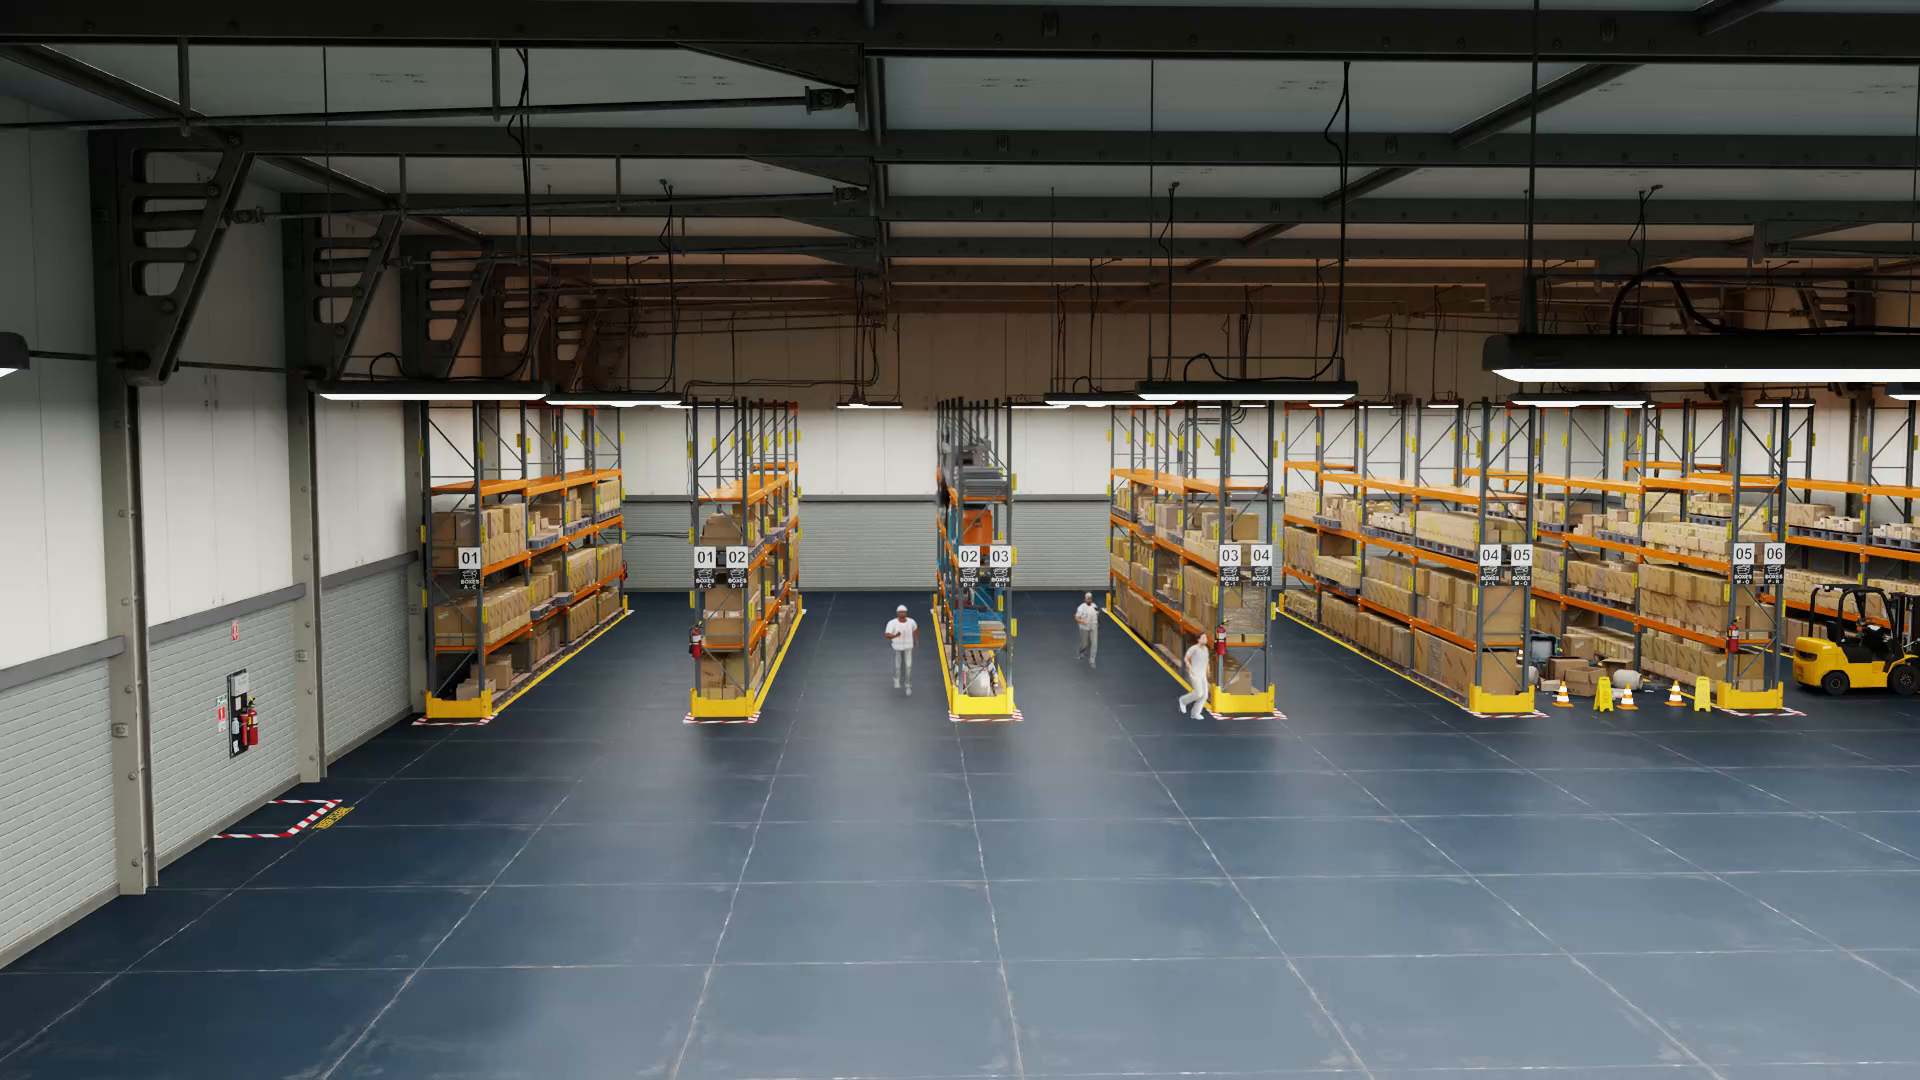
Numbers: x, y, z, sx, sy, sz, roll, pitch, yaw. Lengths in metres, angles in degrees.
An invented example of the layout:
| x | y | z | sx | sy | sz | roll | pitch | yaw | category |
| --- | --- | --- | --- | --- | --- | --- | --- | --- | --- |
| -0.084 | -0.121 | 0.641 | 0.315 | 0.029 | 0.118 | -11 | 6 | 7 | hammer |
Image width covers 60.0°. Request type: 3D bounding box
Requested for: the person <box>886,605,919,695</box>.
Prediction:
| x | y | z | sx | sy | sz | roll | pitch | yaw | category |
| --- | --- | --- | --- | --- | --- | --- | --- | --- | --- |
| -1.169 | 2.205 | 33.763 | 0.693 | 1.769 | 0.957 | -1 | 4 | -9 | person |

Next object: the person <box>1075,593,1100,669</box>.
| x | y | z | sx | sy | sz | roll | pitch | yaw | category |
| --- | --- | --- | --- | --- | --- | --- | --- | --- | --- |
| 2.886 | 2.017 | 37.454 | 0.607 | 1.657 | 0.838 | -1 | 5 | -15 | person |

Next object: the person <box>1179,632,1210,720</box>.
| x | y | z | sx | sy | sz | roll | pitch | yaw | category |
| --- | --- | --- | --- | --- | --- | --- | --- | --- | --- |
| 4.415 | 2.515 | 31.111 | 0.600 | 1.632 | 0.555 | -4 | 6 | -40 | person |

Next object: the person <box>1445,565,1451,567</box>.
| x | y | z | sx | sy | sz | roll | pitch | yaw | category |
| --- | --- | --- | --- | --- | --- | --- | --- | --- | --- |
| 14.577 | 1.048 | 49.382 | 0.956 | 1.668 | 0.707 | 3 | 5 | 32 | person |
